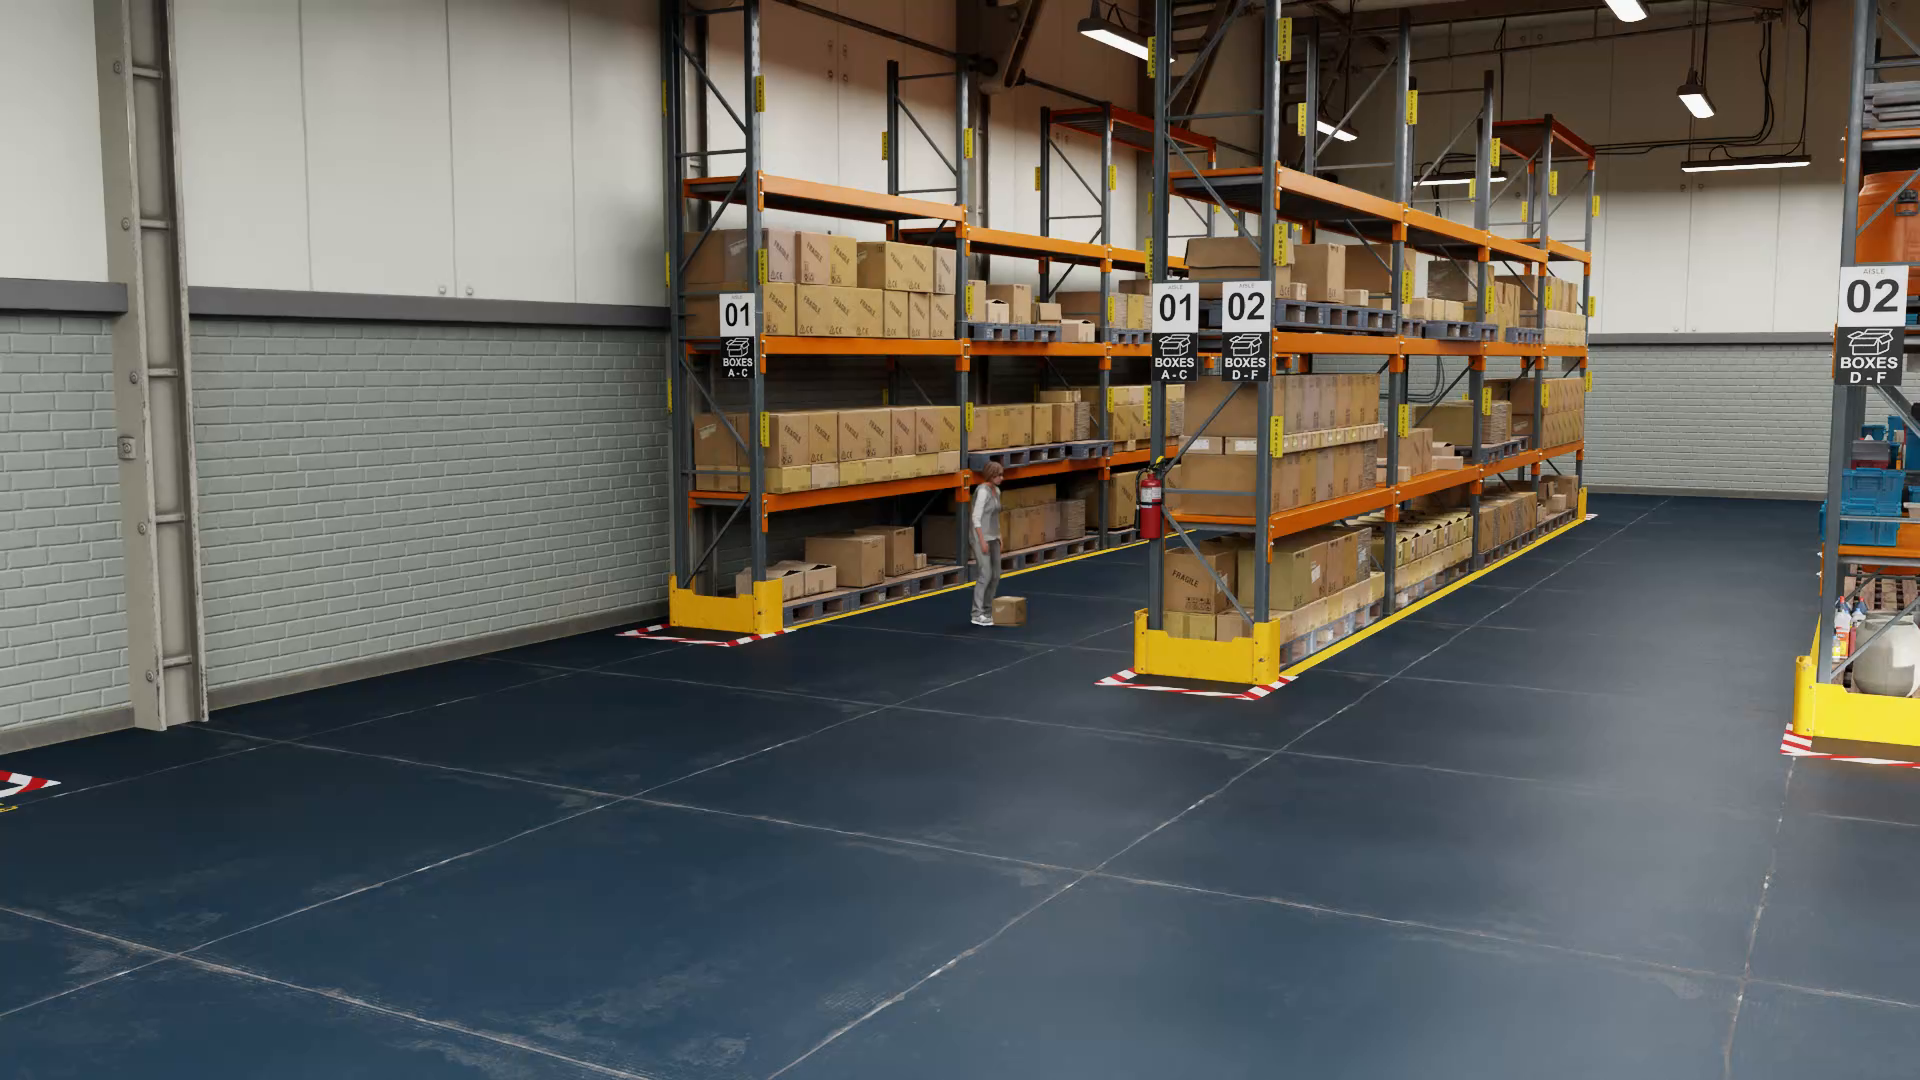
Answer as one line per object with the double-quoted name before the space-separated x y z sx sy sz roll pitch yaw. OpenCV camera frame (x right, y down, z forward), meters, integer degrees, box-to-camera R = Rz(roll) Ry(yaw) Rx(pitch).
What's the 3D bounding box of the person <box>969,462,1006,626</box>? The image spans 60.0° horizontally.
"person" 0.273 0.026 16.335 0.348 1.591 0.475 3 7 25
